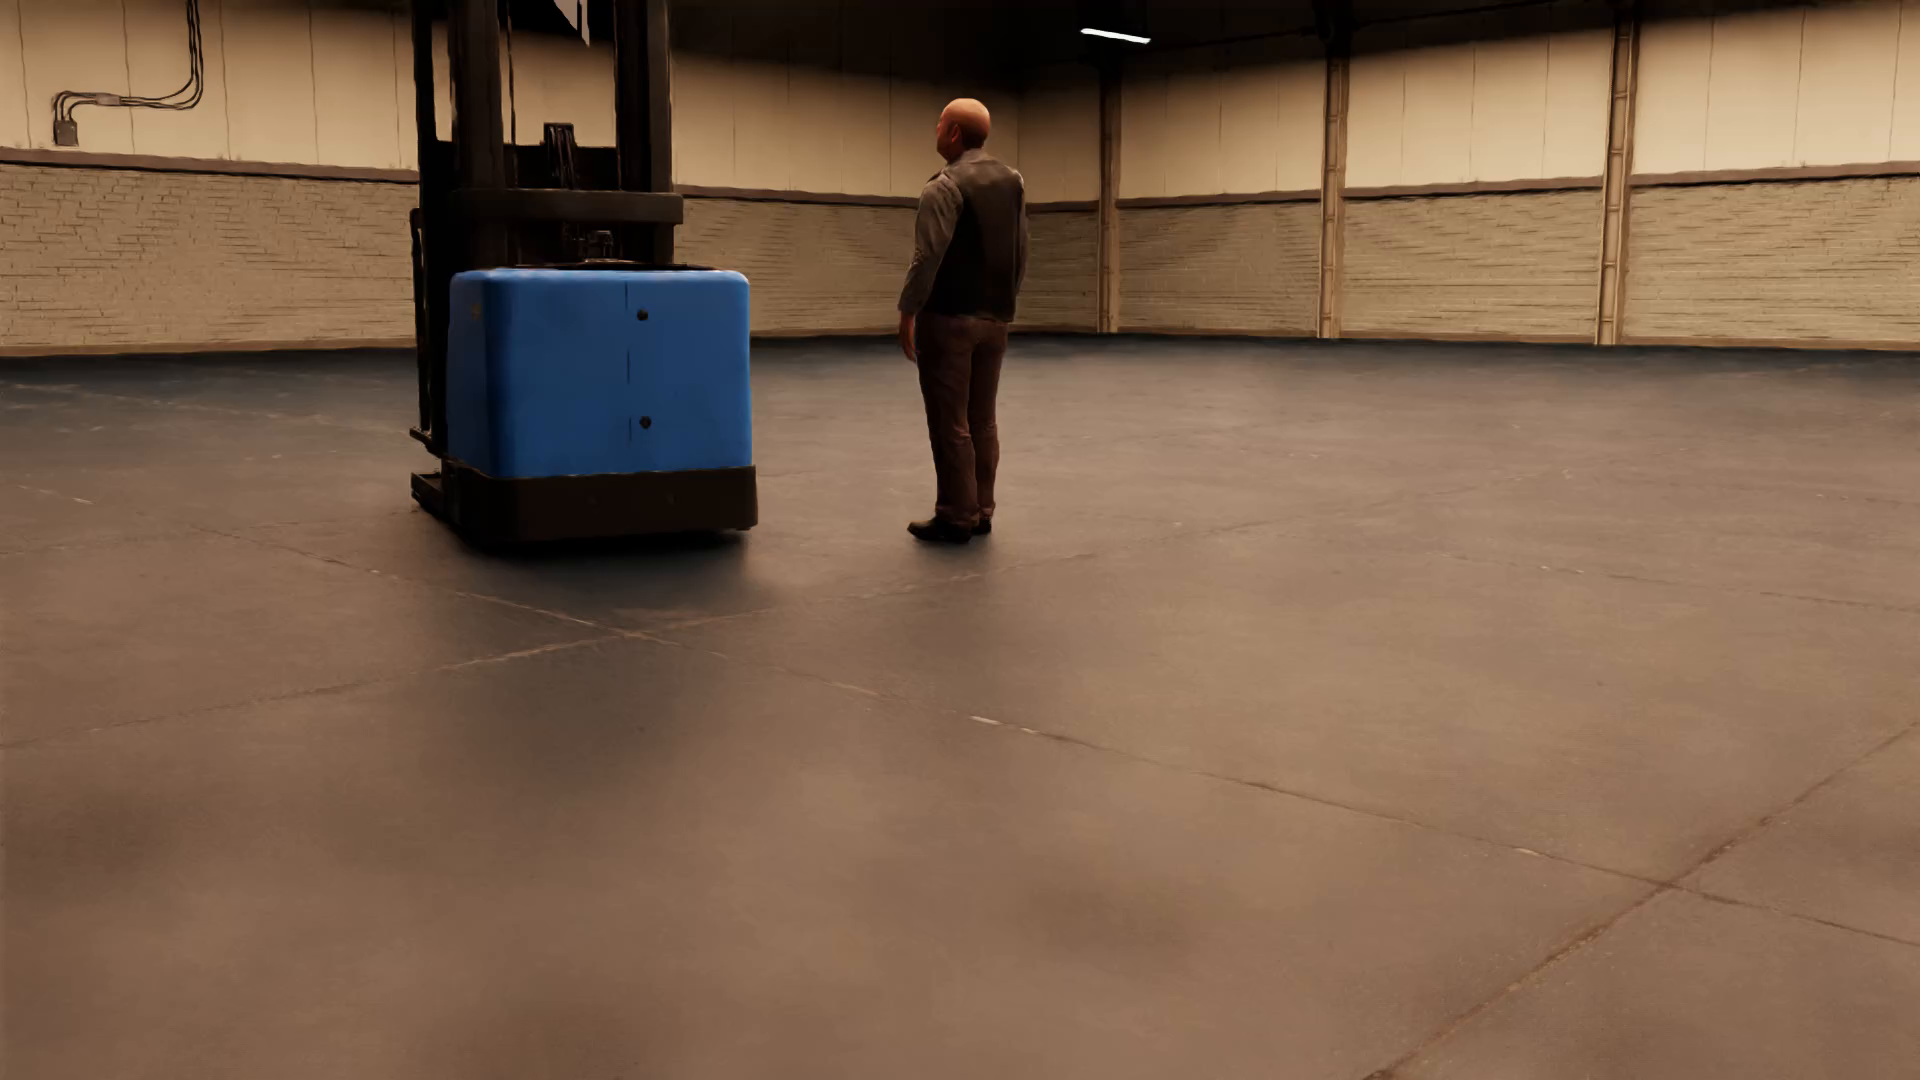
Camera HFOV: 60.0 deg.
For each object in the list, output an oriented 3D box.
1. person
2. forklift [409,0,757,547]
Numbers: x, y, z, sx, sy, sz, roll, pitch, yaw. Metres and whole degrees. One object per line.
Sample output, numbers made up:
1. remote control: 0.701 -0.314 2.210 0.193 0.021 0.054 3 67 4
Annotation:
1. person: -0.039 -0.866 6.637 0.567 1.720 0.632 8 12 43
2. forklift: -1.912 -1.601 7.507 1.130 2.935 3.031 -4 10 -26
